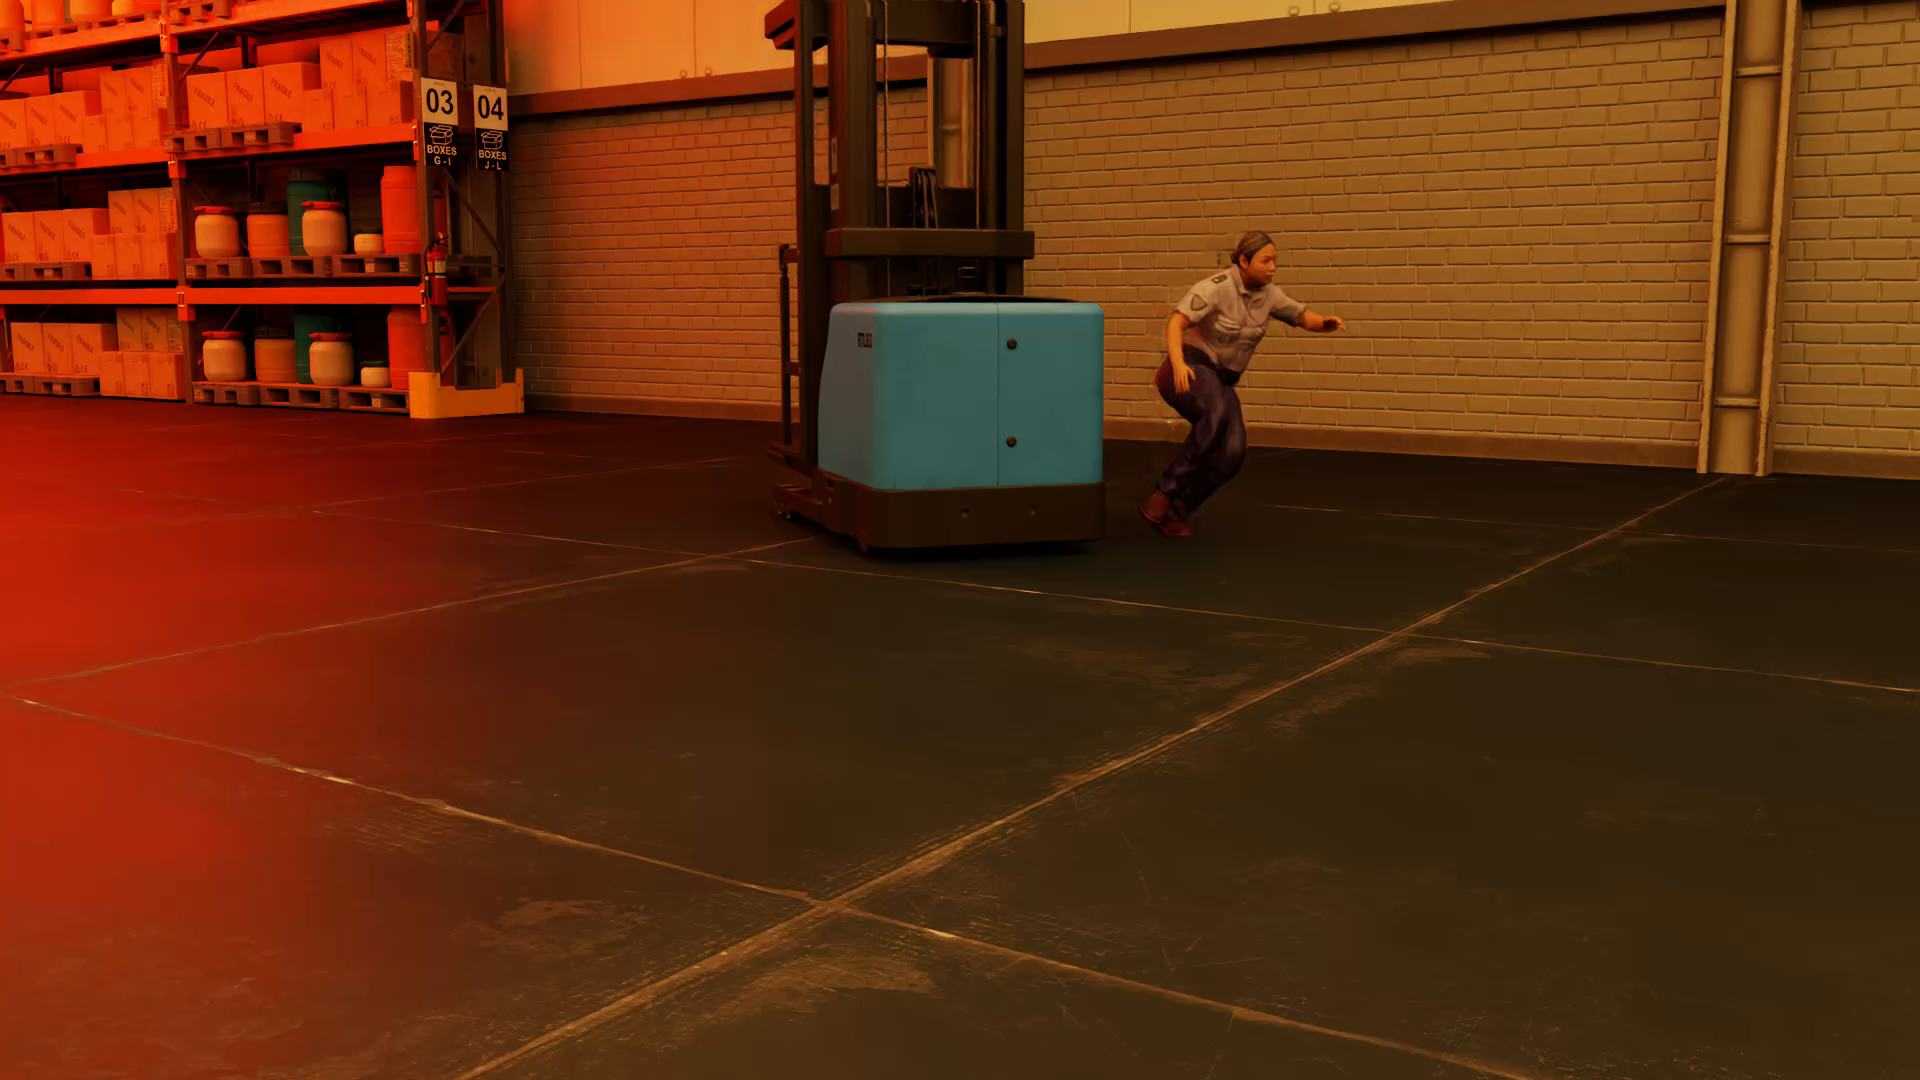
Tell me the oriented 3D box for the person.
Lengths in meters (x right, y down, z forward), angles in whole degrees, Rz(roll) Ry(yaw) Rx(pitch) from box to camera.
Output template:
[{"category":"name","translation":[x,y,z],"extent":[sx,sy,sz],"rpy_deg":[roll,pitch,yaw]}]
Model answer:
[{"category":"person","translation":[1.249,-0.712,7.696],"extent":[1.016,1.423,0.880],"rpy_deg":[-8,11,-44]}]

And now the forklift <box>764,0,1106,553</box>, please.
[{"category":"forklift","translation":[-0.325,-1.566,8.203],"extent":[1.130,2.935,3.031],"rpy_deg":[-3,9,-19]}]
